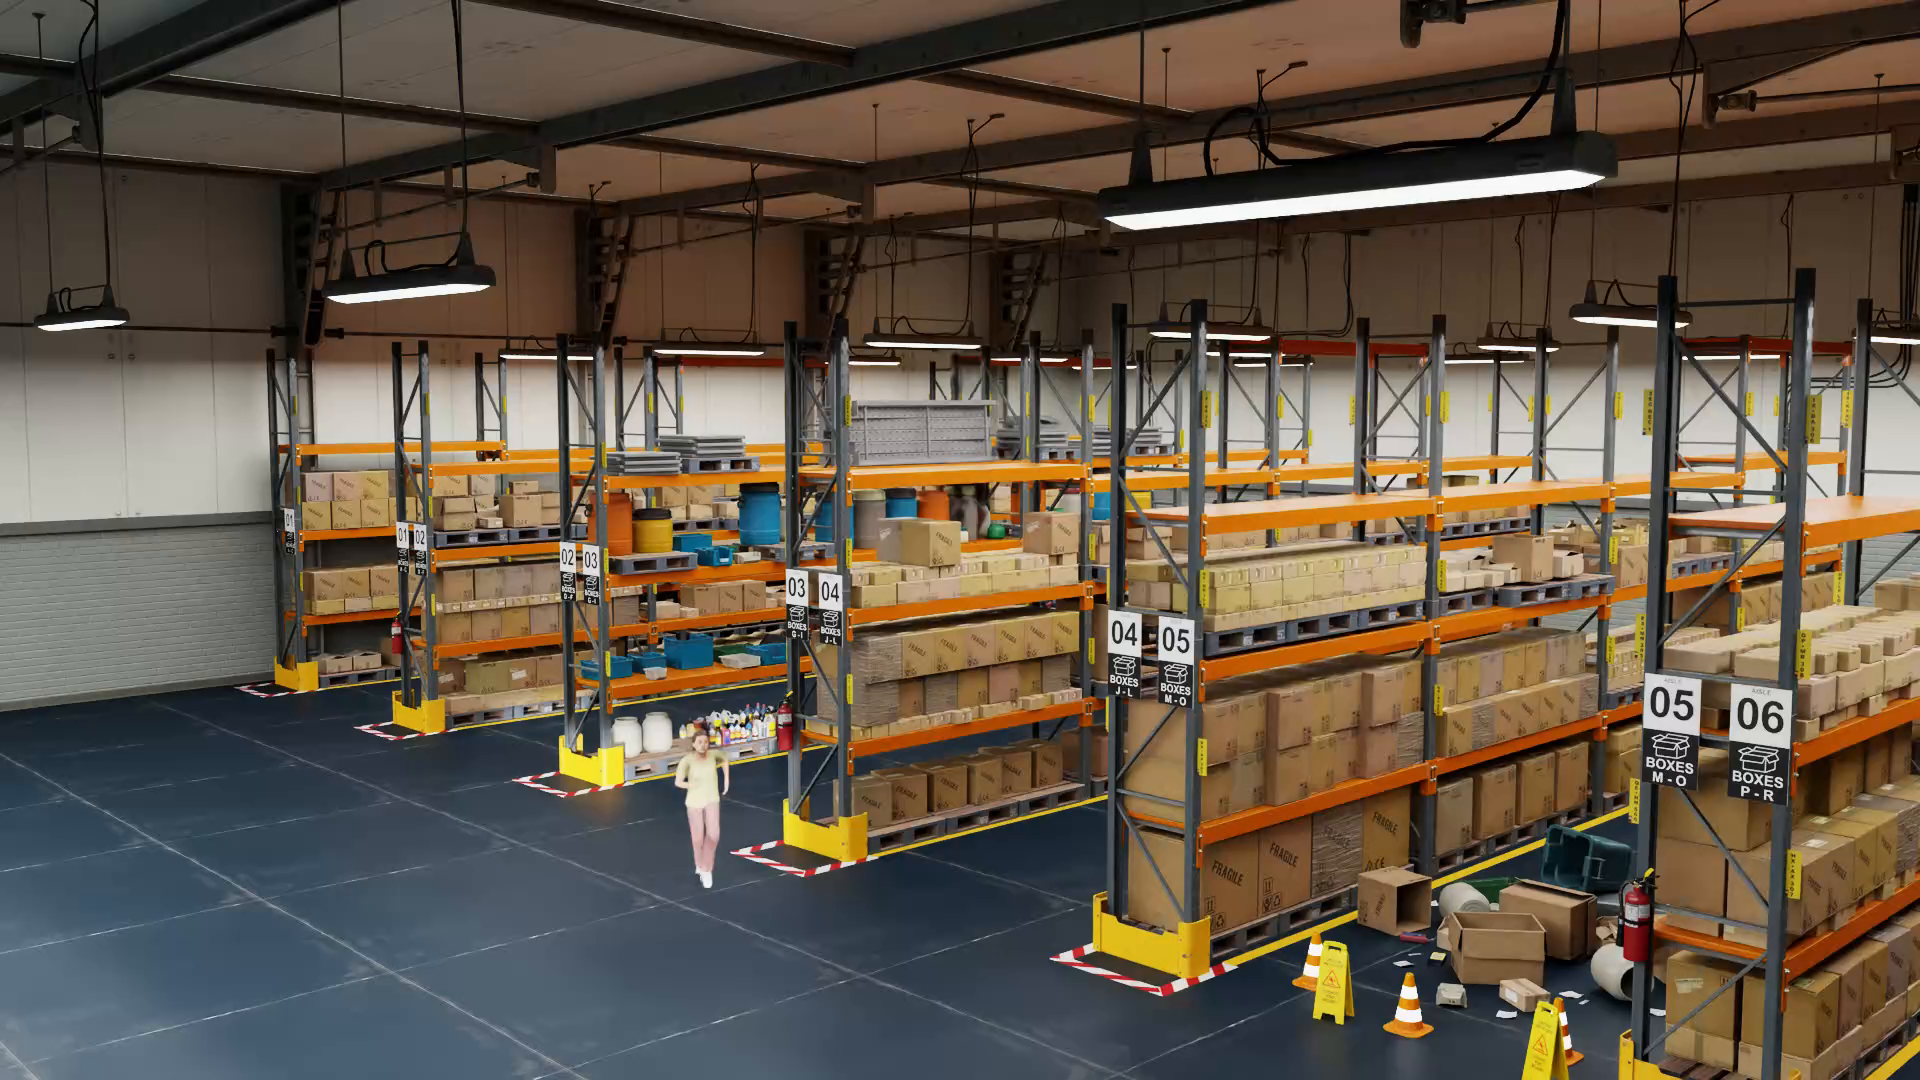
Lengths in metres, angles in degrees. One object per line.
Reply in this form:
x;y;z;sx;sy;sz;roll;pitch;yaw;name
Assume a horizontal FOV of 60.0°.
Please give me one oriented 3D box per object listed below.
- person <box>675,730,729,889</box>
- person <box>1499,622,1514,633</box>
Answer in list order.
-2.723;2.811;17.601;0.602;1.668;0.793;-2;5;-17;person
8.683;2.054;26.349;0.518;1.678;0.887;5;7;44;person
